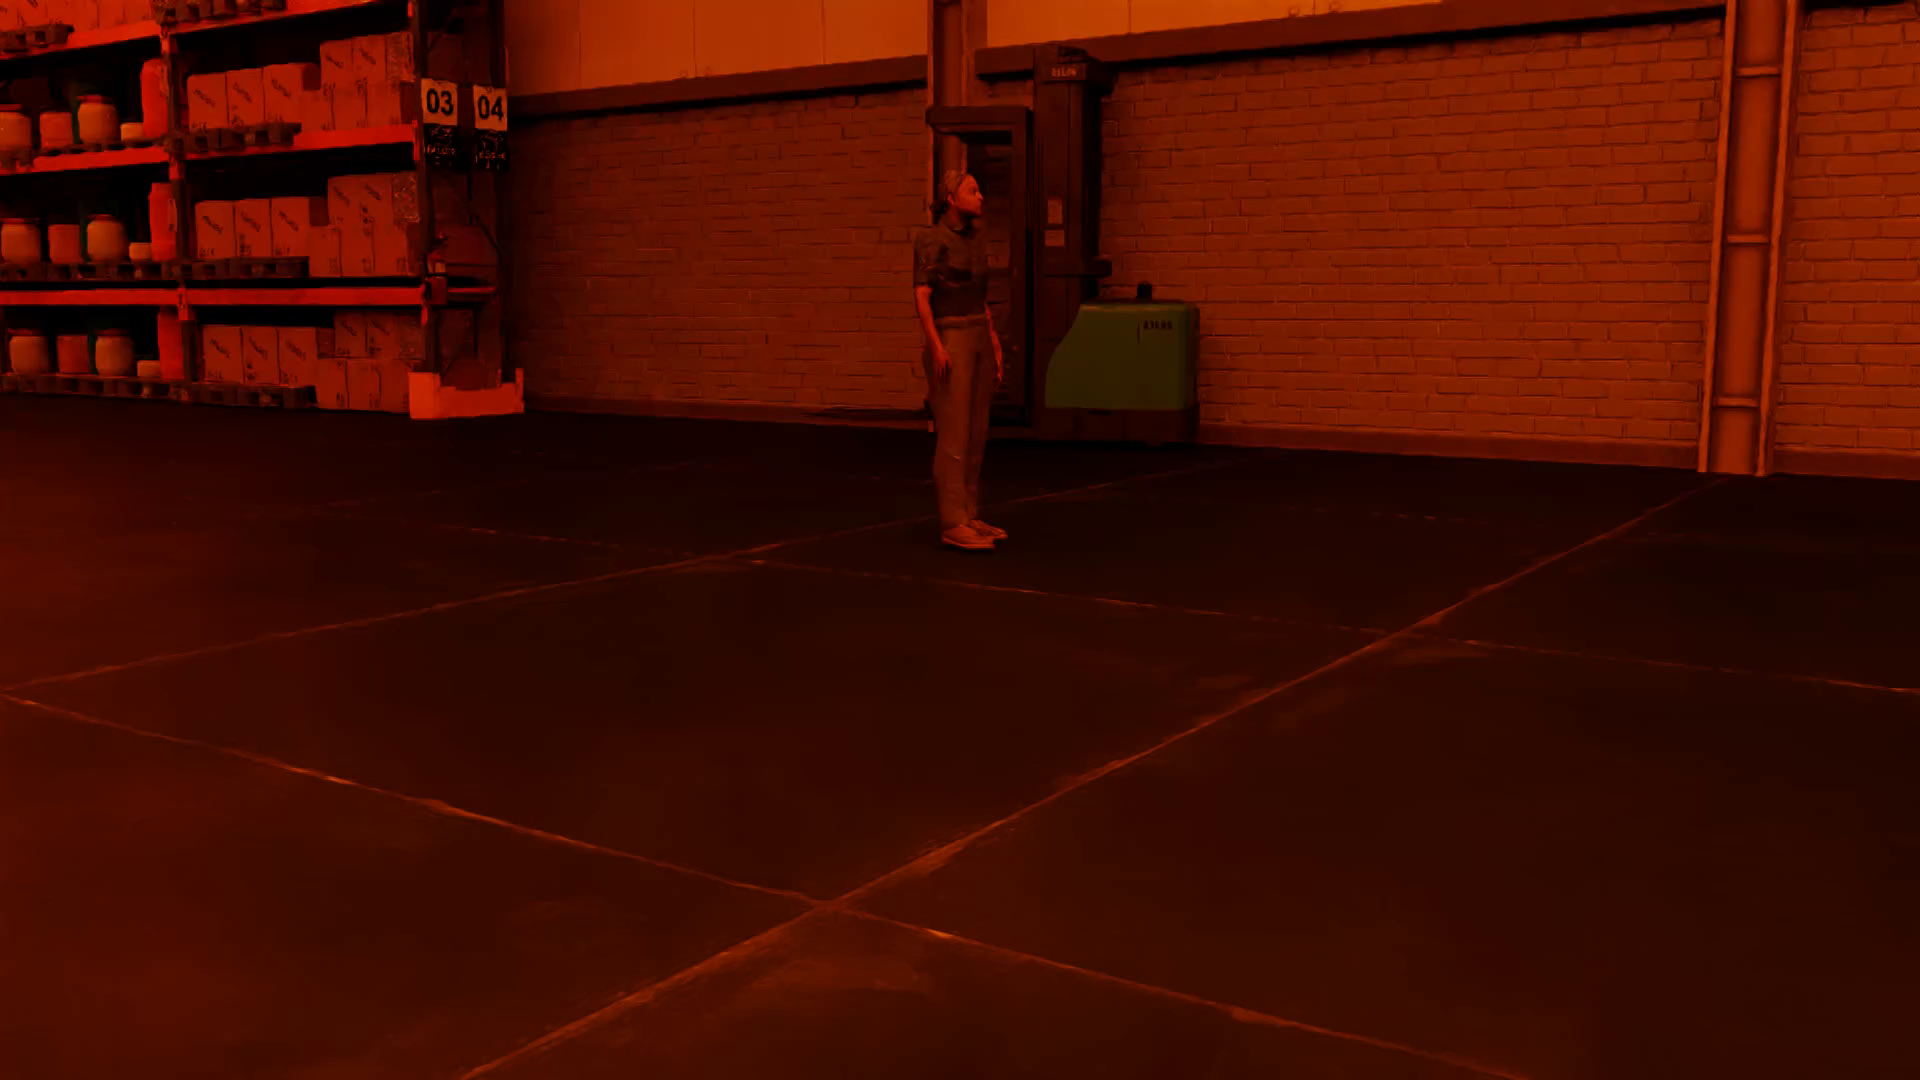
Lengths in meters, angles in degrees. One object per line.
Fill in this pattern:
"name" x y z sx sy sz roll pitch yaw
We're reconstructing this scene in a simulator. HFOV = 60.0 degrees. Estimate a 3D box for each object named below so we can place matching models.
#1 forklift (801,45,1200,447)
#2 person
"forklift" 0.310 -2.214 12.762 3.031 2.935 1.130 2 8 14
"person" 0.062 -0.817 7.422 0.503 1.654 0.570 5 10 34
